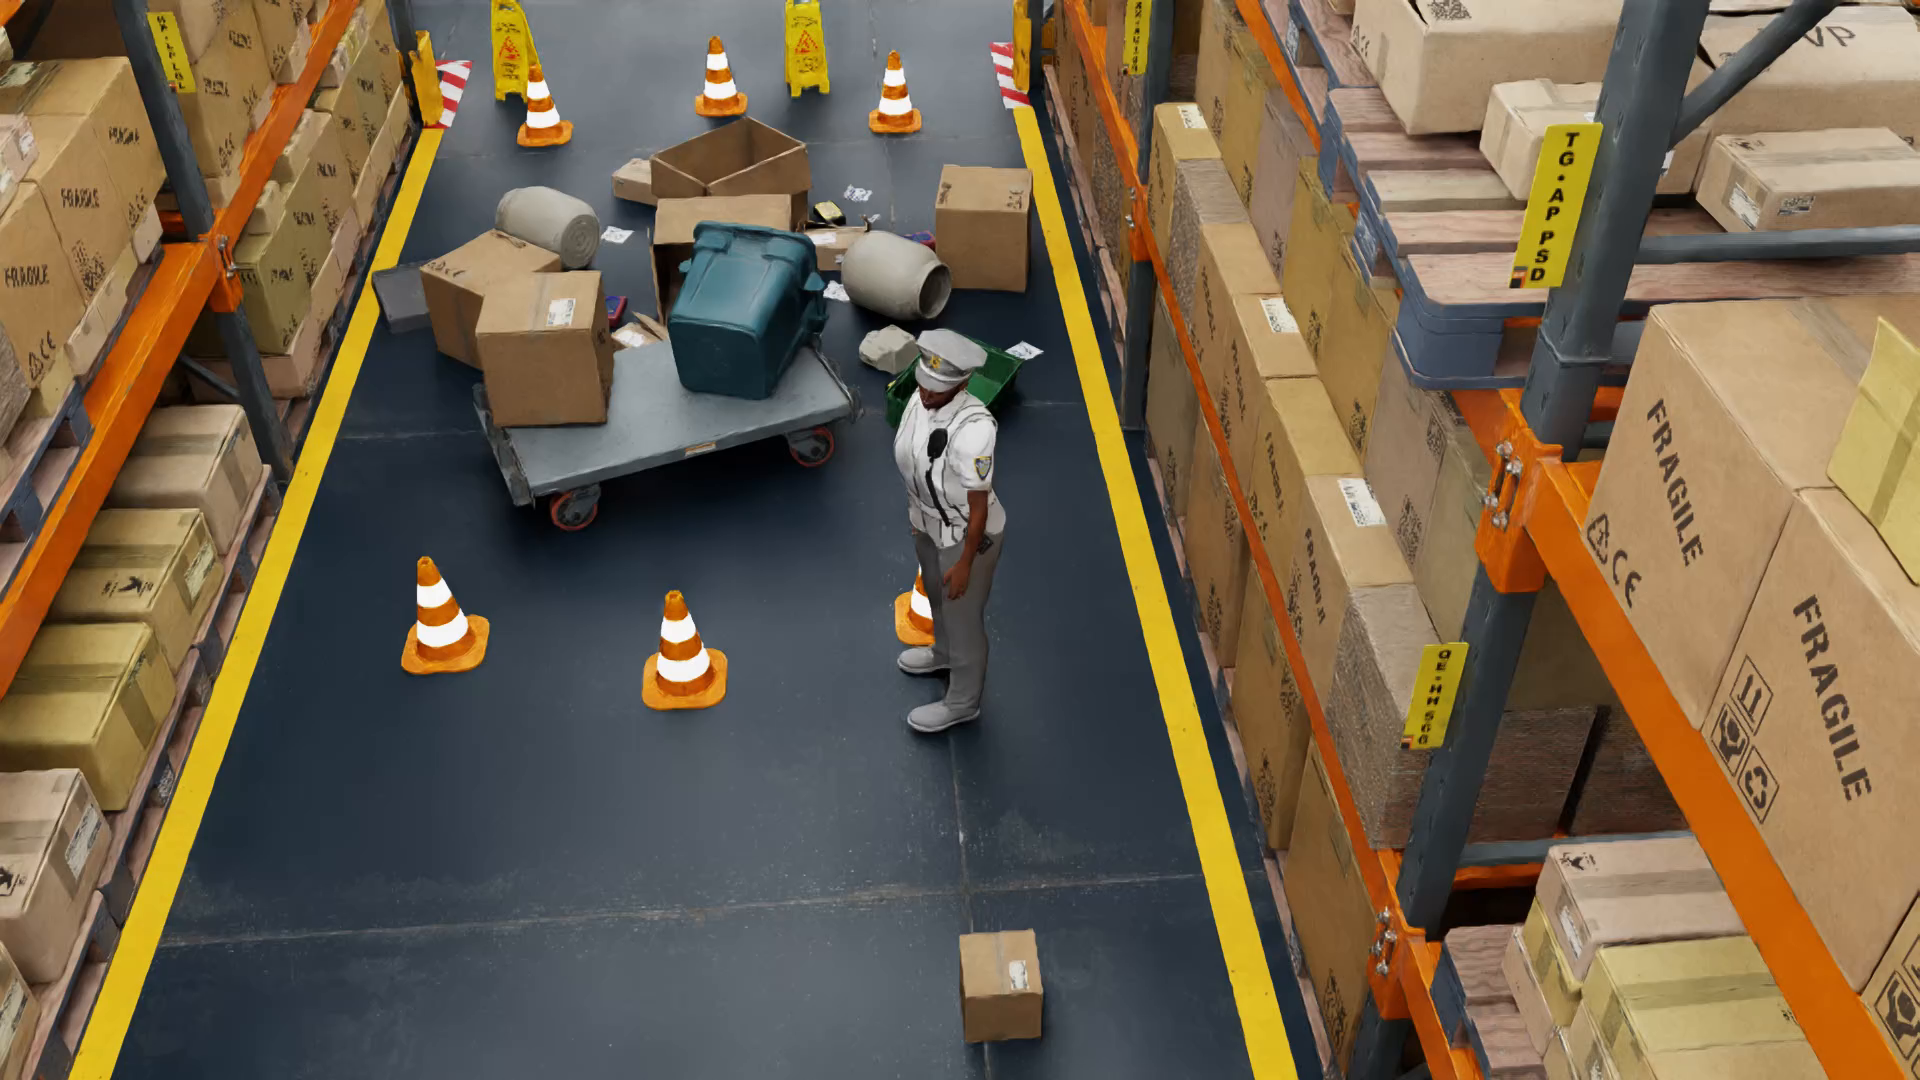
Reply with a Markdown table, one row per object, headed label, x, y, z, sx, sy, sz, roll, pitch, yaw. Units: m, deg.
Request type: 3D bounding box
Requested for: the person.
| label | x | y | z | sx | sy | sz | roll | pitch | yaw |
| --- | --- | --- | --- | --- | --- | --- | --- | --- | --- |
| person | -0.080 | -0.033 | 6.143 | 0.430 | 1.685 | 0.519 | -21 | 44 | -24 |
